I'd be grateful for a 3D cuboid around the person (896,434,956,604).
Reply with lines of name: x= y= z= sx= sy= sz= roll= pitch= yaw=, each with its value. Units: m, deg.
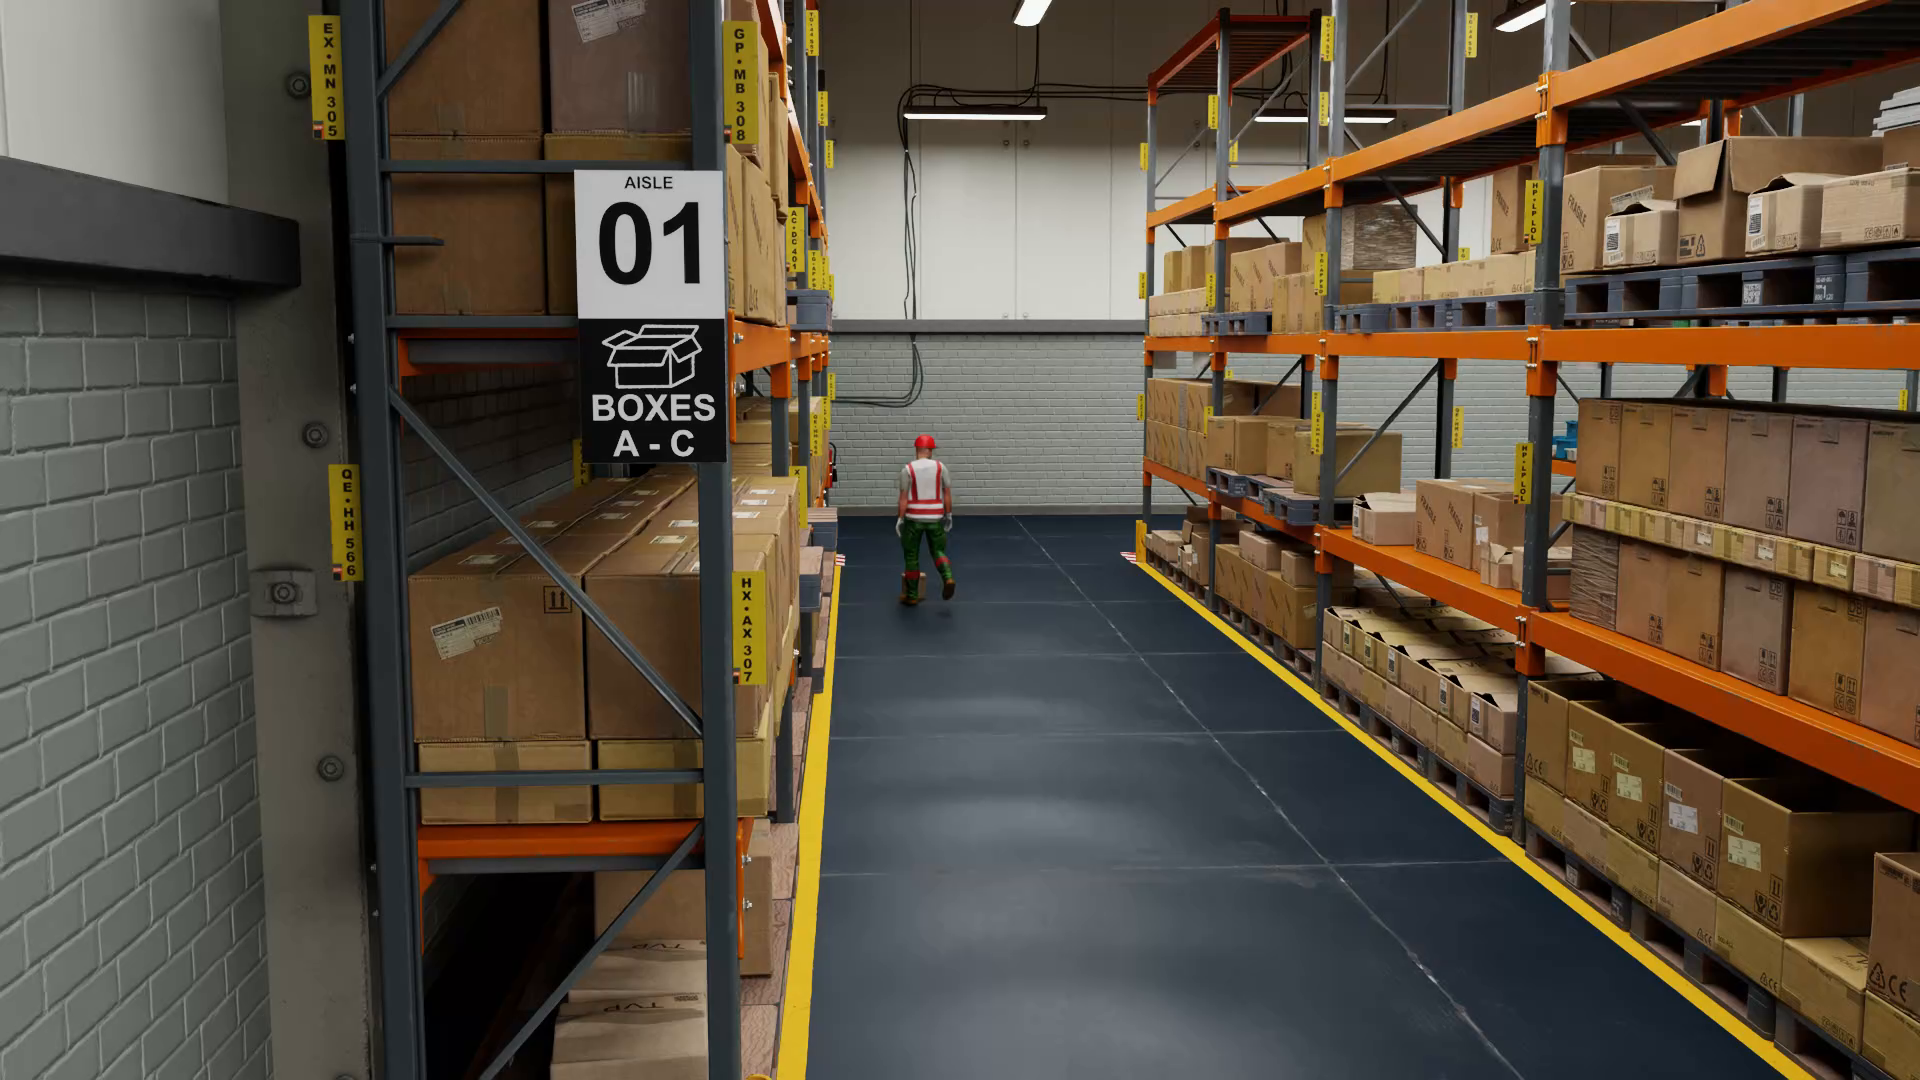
person: x=-0.364 y=-0.206 z=17.280 sx=0.604 sy=1.775 sz=0.711 roll=-2 pitch=7 yaw=-18
